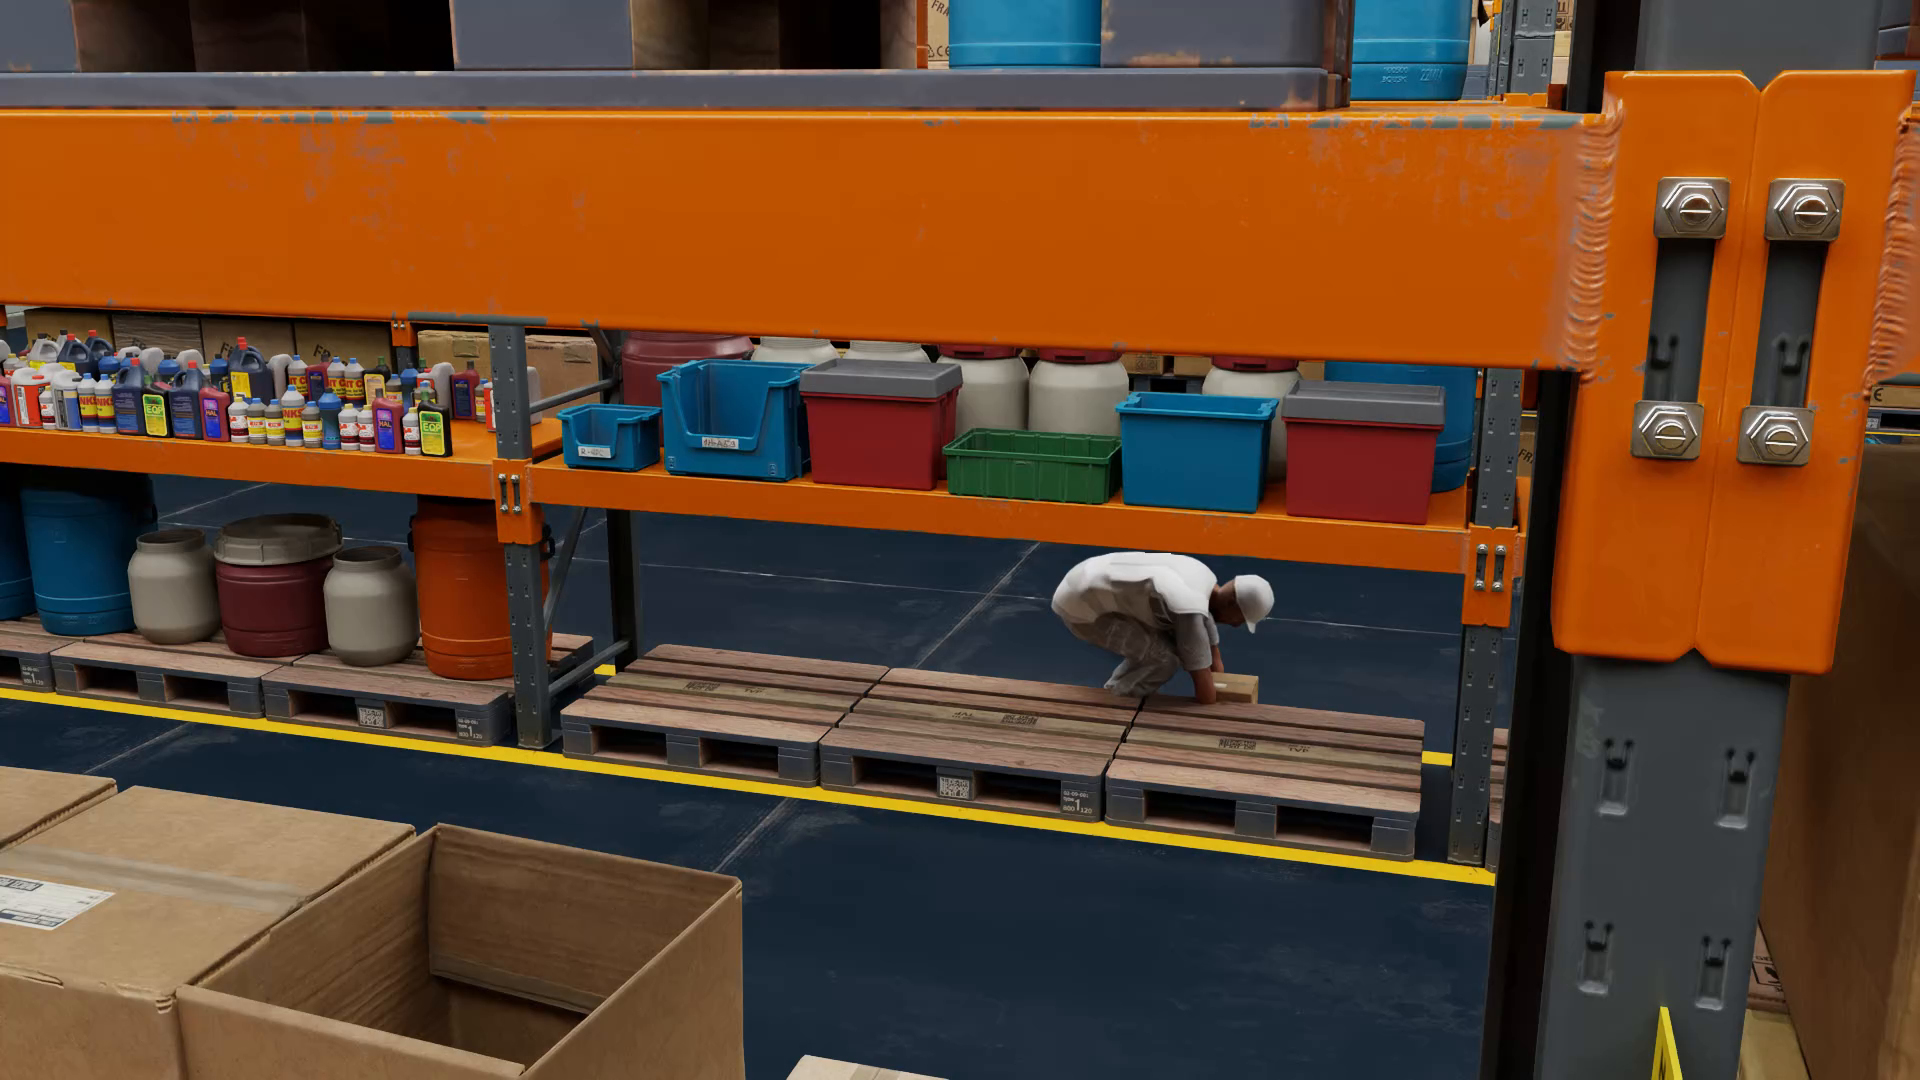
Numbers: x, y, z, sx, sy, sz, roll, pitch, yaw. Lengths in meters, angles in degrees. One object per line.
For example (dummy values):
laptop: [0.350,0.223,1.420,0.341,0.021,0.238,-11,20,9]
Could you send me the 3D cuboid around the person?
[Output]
person: [0.922,0.476,7.609,0.991,0.839,0.538,4,15,15]
